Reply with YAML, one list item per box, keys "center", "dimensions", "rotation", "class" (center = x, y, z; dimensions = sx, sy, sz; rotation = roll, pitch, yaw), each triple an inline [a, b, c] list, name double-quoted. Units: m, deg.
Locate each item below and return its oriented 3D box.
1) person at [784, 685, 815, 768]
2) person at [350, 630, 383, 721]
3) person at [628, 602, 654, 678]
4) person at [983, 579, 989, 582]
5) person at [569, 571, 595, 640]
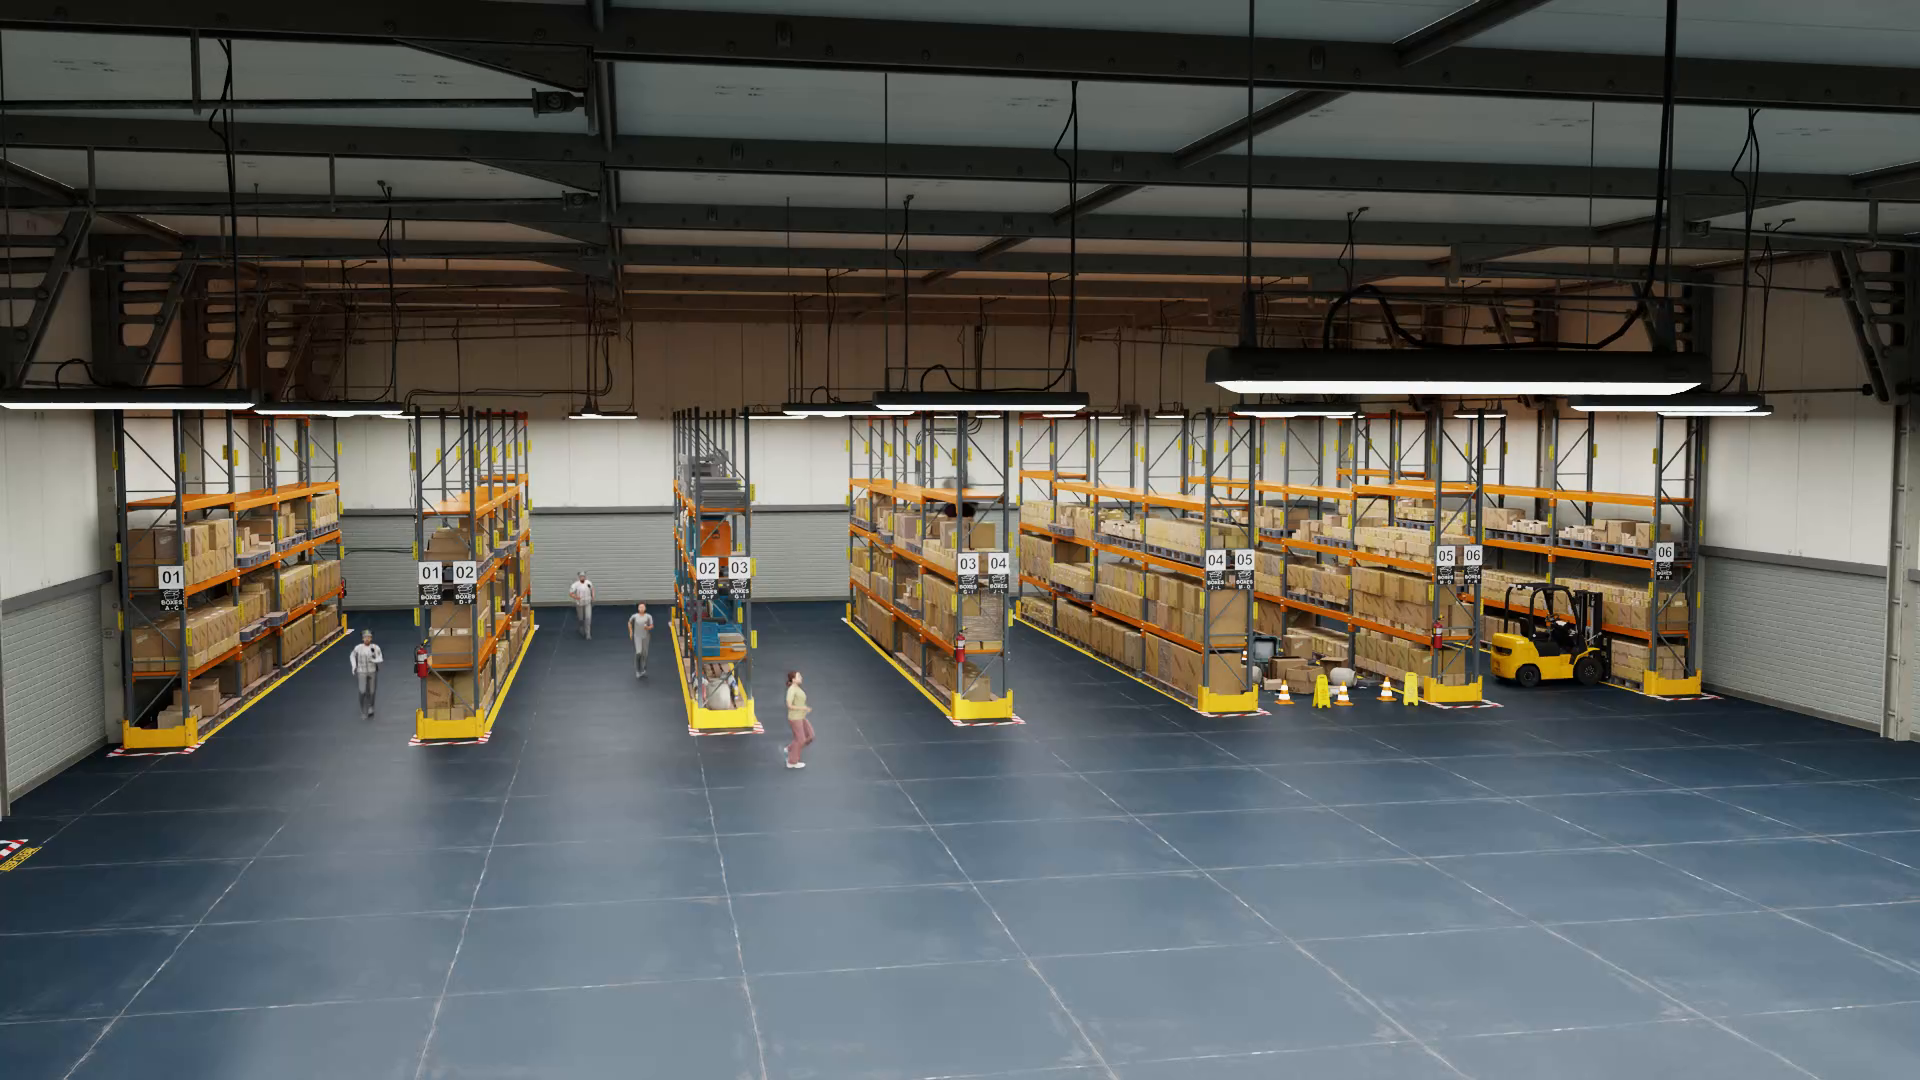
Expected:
- center: [-2.679, 3.074, 27.470]
  dimensions: [0.510, 1.374, 0.538]
  rotation: [1, 4, 10]
  class: "person"
- center: [-11.440, 2.600, 32.093]
  dimensions: [0.576, 1.749, 0.732]
  rotation: [-2, 4, -22]
  class: "person"
- center: [-7.142, 2.239, 37.292]
  dimensions: [0.533, 1.700, 0.712]
  rotation: [-1, 4, -18]
  class: "person"
- center: [0.698, 1.443, 48.624]
  dimensions: [0.615, 1.660, 0.861]
  rotation: [2, 5, 28]
  class: "person"
- center: [-10.008, 1.707, 44.125]
  dimensions: [0.682, 1.801, 0.952]
  rotation: [-2, 4, -23]
  class: "person"
